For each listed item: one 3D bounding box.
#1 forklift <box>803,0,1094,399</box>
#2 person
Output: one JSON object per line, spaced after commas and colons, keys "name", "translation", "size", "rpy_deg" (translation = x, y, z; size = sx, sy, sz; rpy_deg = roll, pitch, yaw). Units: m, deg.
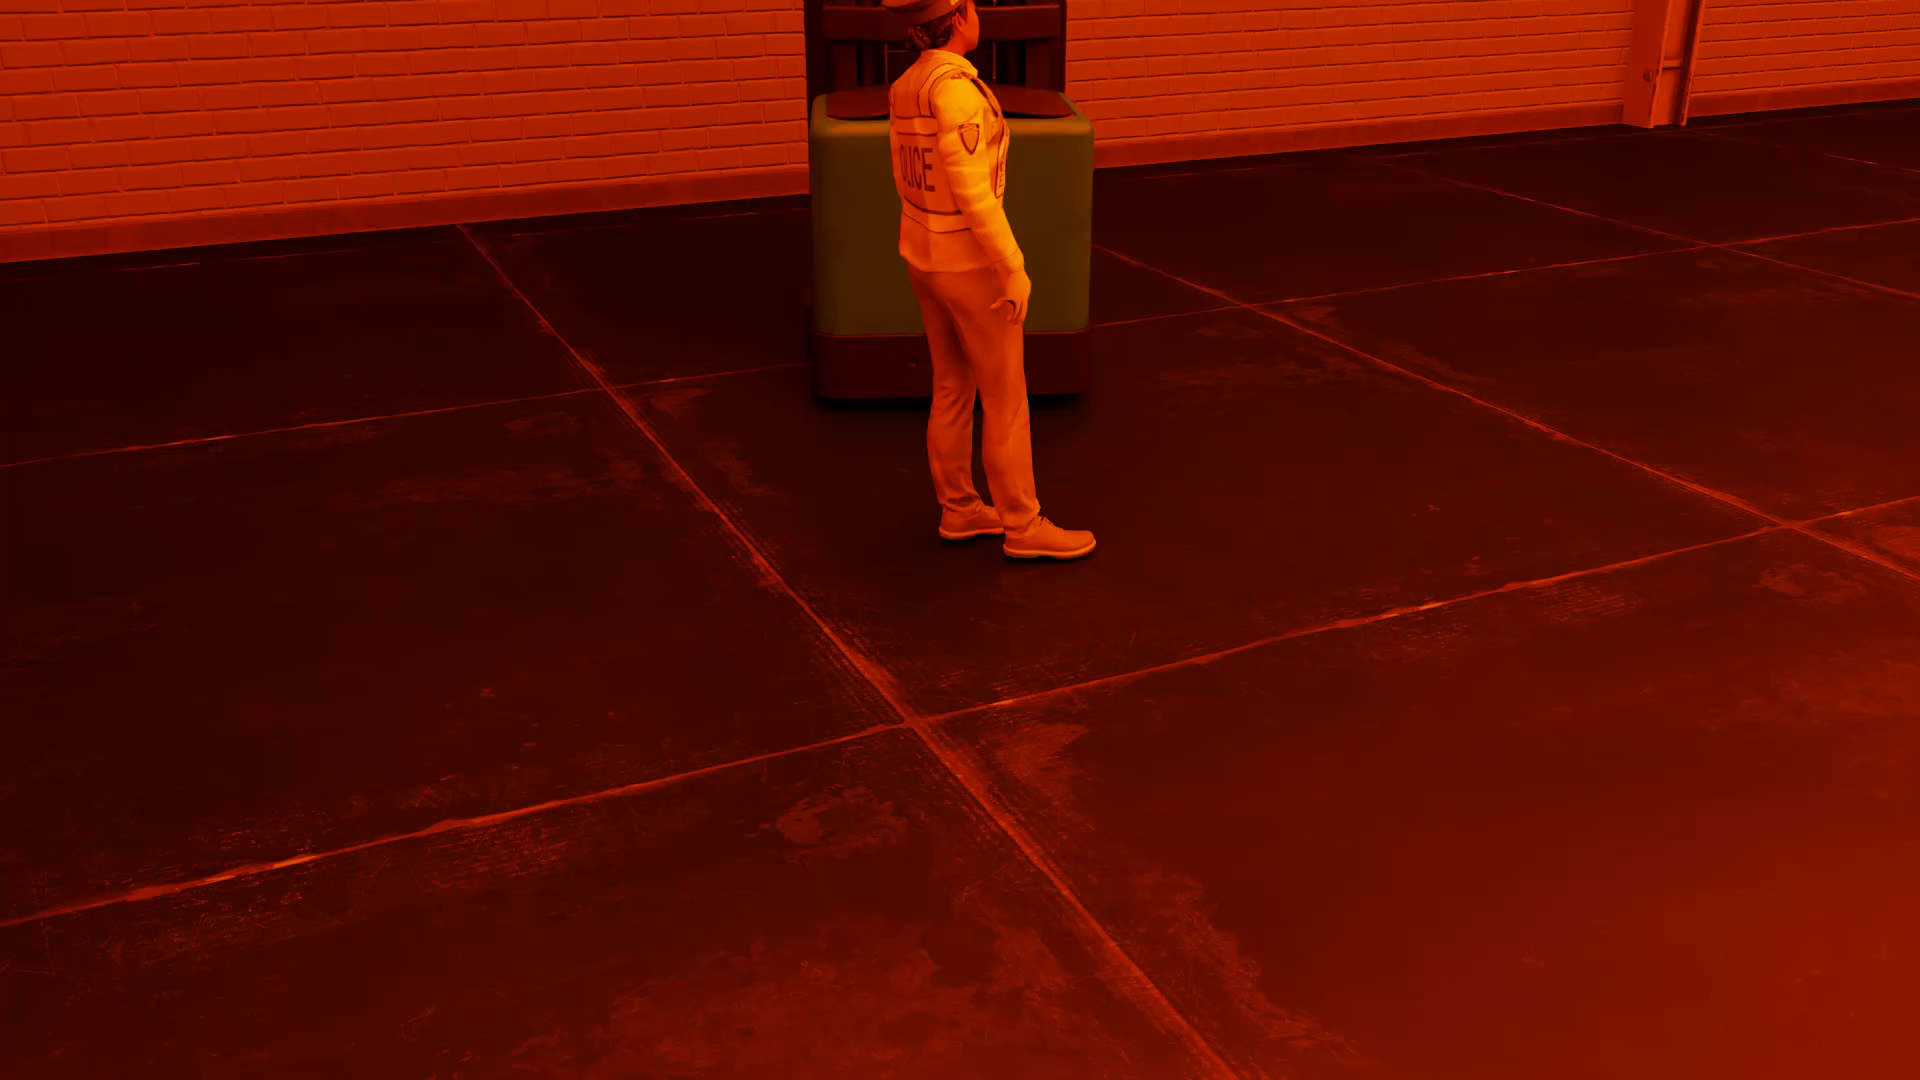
{"name": "forklift", "translation": [-0.119, -2.402, 7.068], "size": [1.130, 2.935, 3.031], "rpy_deg": [-1, 23, -3]}
{"name": "person", "translation": [0.065, -0.798, 4.800], "size": [0.532, 1.694, 0.586], "rpy_deg": [-10, 25, -23]}
